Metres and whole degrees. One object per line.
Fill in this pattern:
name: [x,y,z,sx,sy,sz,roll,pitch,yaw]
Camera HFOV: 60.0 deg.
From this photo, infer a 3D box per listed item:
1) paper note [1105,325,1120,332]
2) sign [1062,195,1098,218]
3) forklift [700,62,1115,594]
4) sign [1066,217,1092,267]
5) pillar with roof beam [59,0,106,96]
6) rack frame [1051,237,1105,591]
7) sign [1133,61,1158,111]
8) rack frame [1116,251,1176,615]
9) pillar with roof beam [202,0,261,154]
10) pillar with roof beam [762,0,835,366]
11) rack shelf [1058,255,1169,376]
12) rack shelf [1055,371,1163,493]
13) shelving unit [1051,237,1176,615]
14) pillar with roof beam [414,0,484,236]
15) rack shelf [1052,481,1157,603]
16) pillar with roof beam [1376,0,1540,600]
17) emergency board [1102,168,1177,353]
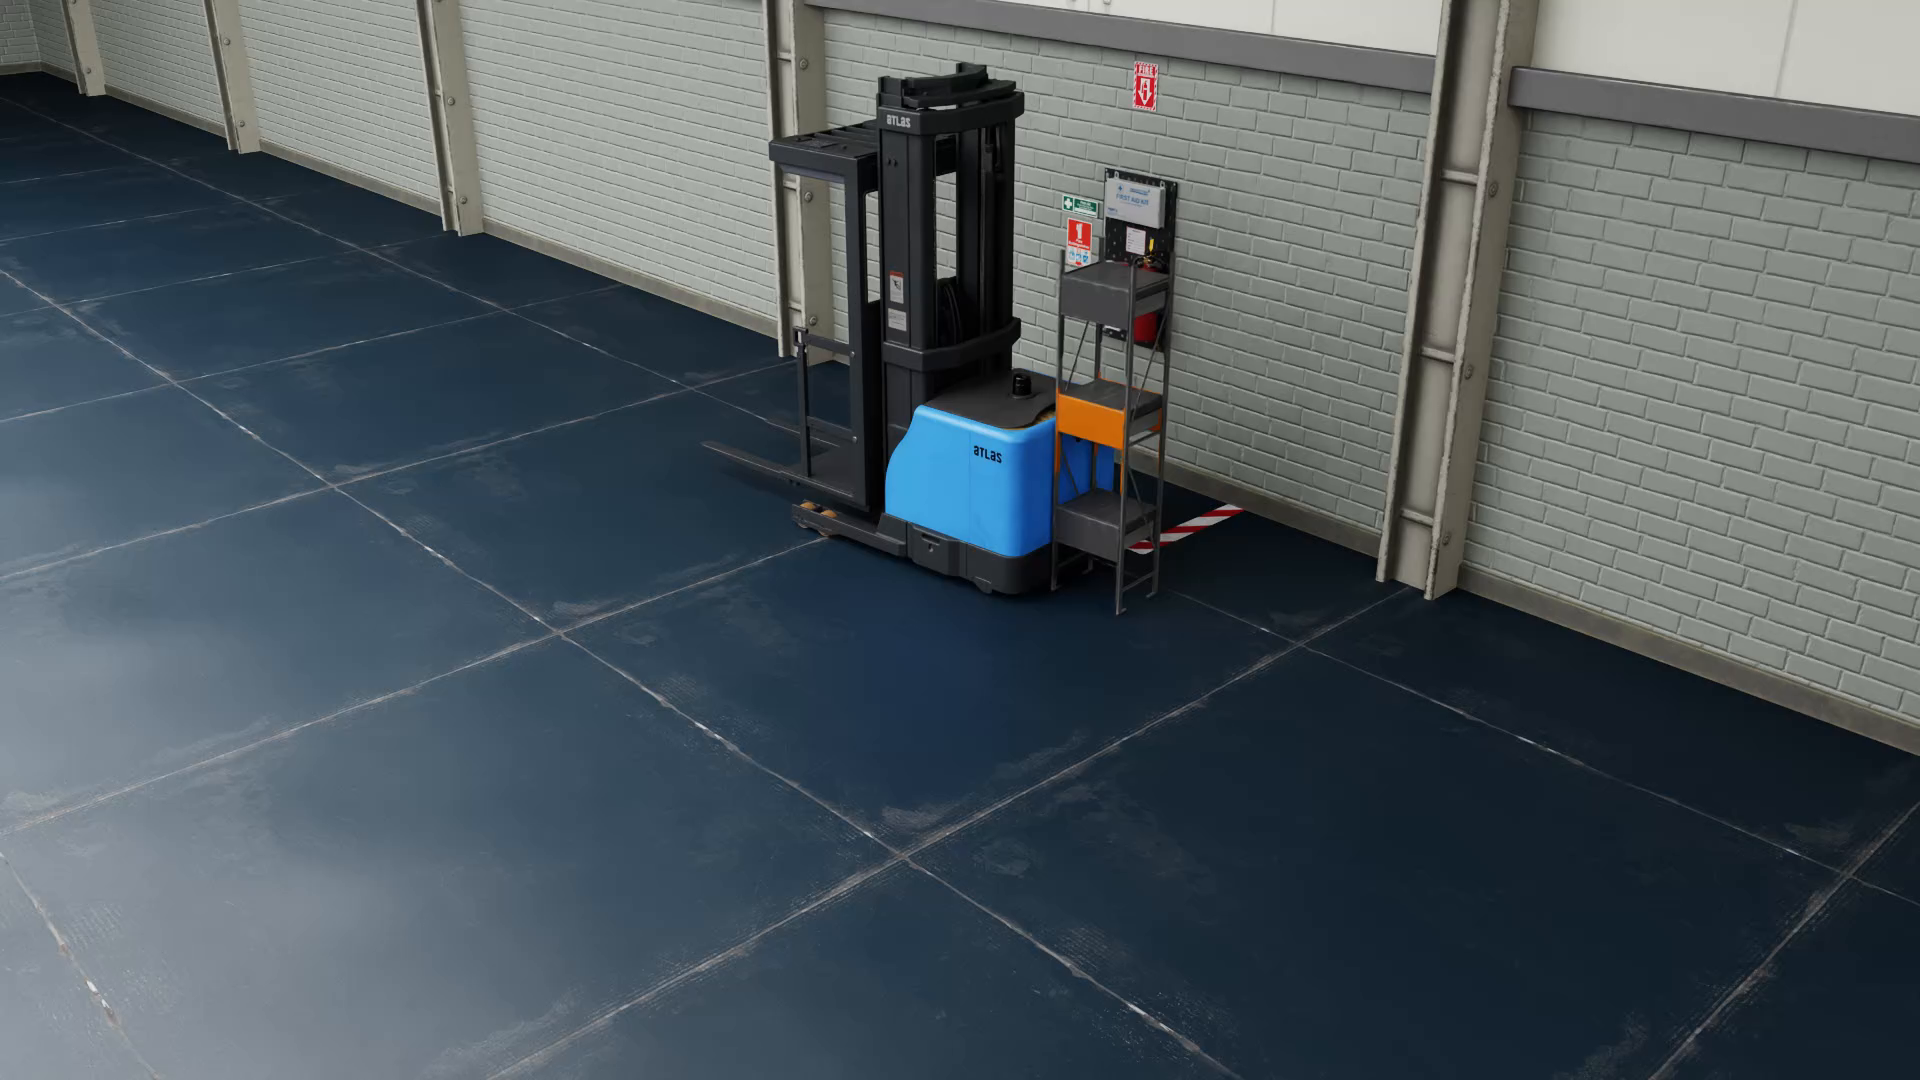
paper note: [1.066,-1.537,11.567,0.016,0.148,0.142,-21,32,-38]
sign: [0.831,-2.315,11.529,0.001,0.109,0.331,-21,32,-38]
forklift: [-0.470,-1.504,10.515,3.031,2.935,1.130,20,31,37]
sign: [0.834,-2.078,11.647,0.001,0.329,0.234,-21,32,-38]
pillar with roof beam: [-16.748,-9.885,21.575,9.100,9.000,0.400,-21,32,-38]
rack frame: [0.688,-0.709,9.775,0.015,2.100,0.400,20,31,37]
sign: [1.204,-2.950,10.810,0.001,0.298,0.199,-21,32,-38]
rack frame: [1.056,-0.576,9.483,0.015,2.100,0.400,20,31,37]
pillar with roof beam: [-12.647,-8.067,17.590,9.100,9.000,0.400,-21,32,-38]
pillar with roof beam: [-4.445,-4.431,9.621,9.100,9.000,0.400,-21,32,-38]
rack shelf: [0.872,-1.267,9.344,0.480,0.518,0.431,20,31,37]
rack shelf: [0.872,-0.630,9.634,0.480,0.518,0.431,20,31,37]
shelving unit: [0.872,-0.643,9.629,0.503,2.100,0.431,20,31,37]
pillar with roof beam: [-8.546,-6.249,13.606,9.100,9.000,0.400,-21,32,-38]
rack shelf: [0.872,0.007,9.925,0.480,0.518,0.431,20,31,37]
pillar with roof beam: [-0.344,-2.613,5.636,9.100,9.000,0.400,-21,32,-38]
emergency board: [1.137,-1.865,11.224,0.194,1.169,0.643,-21,32,-38]
